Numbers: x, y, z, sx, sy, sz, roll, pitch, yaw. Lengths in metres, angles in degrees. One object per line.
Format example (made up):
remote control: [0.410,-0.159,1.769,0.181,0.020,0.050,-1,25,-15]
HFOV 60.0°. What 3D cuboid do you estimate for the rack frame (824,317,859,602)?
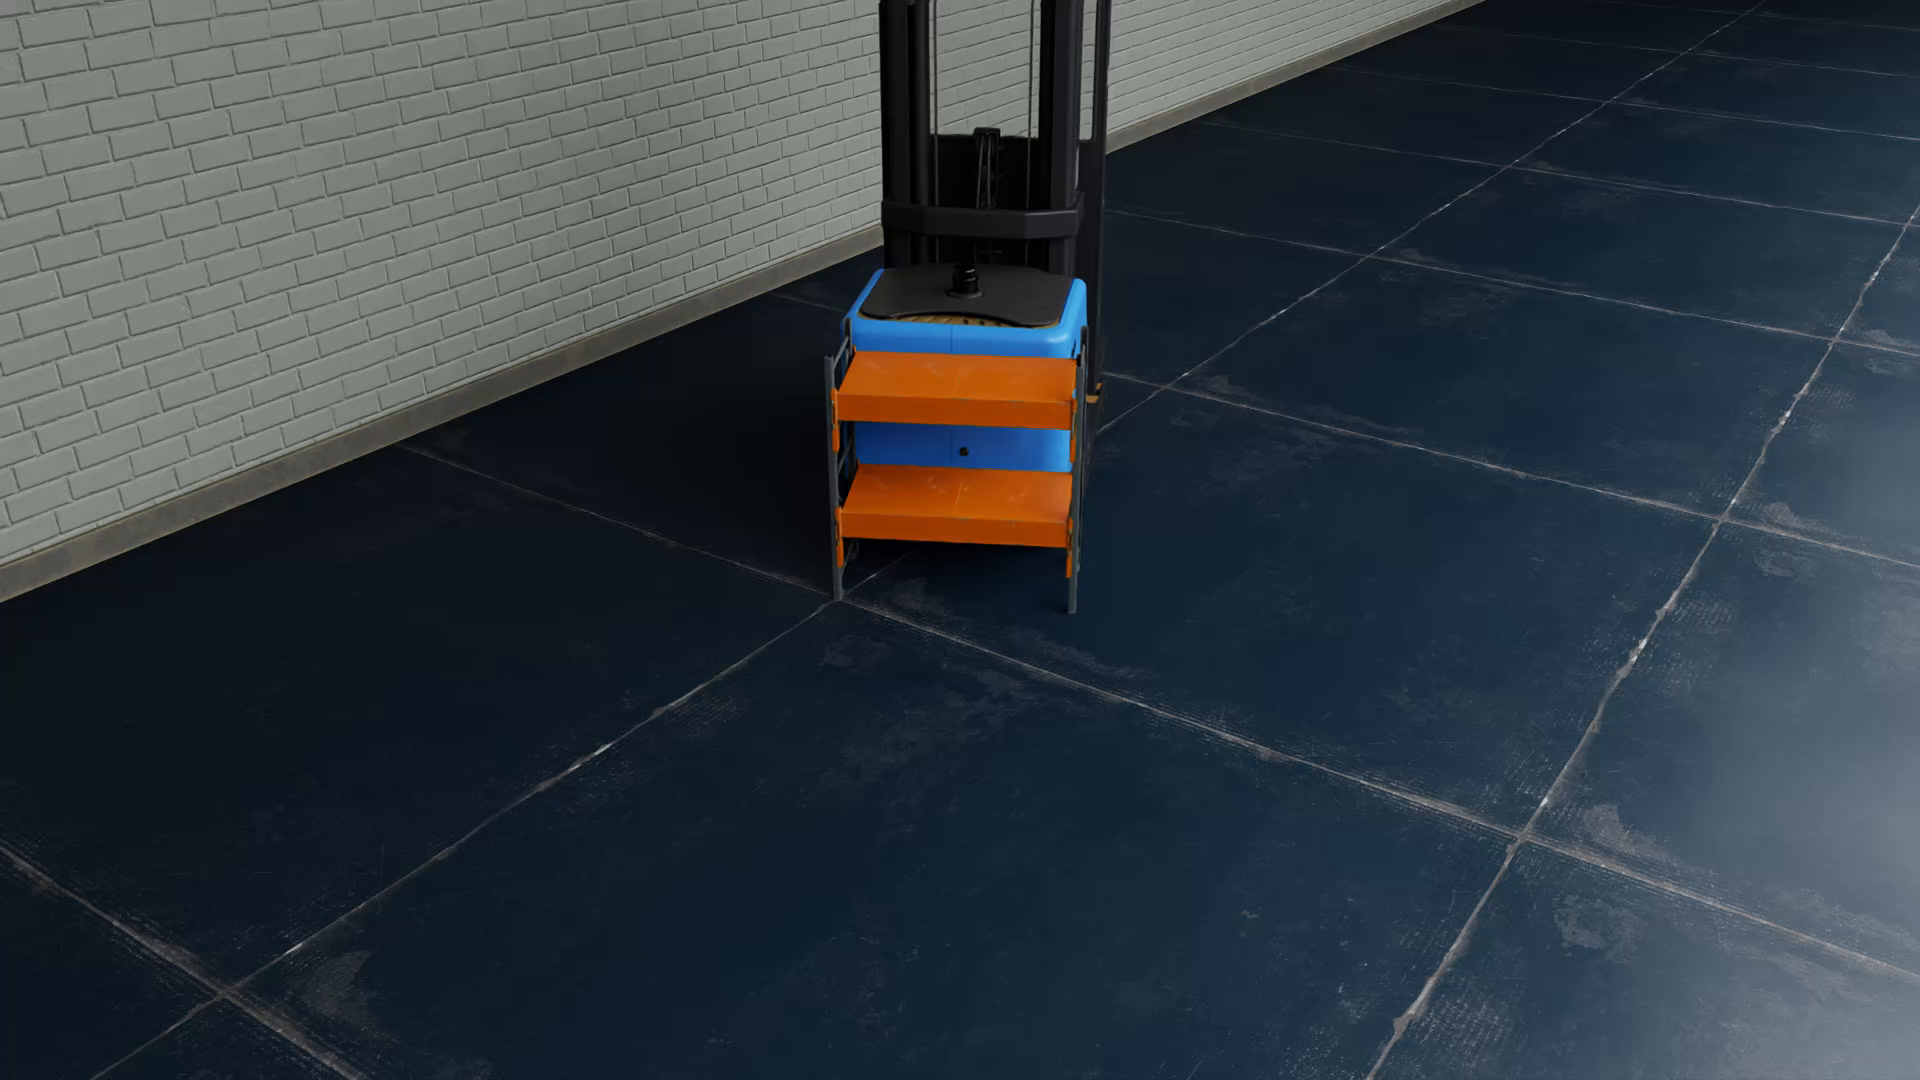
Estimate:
rack frame: [-0.507,-0.344,7.186,0.032,1.125,0.500,3,27,5]

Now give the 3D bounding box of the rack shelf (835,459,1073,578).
rack shelf: [-0.002,-0.102,7.249,1.000,0.278,0.538,3,27,5]

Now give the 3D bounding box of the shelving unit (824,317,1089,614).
shelving unit: [-0.002,-0.320,7.138,1.048,1.125,0.538,3,27,5]

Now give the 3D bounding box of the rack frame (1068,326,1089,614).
rack frame: [0.504,-0.296,7.091,0.032,1.125,0.500,3,27,5]

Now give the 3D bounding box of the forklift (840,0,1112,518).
forklift: [0.202,-1.933,8.317,1.130,2.935,3.031,4,27,8]

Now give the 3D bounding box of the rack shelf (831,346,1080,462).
rack shelf: [-0.002,-0.581,7.005,1.000,0.278,0.538,3,27,5]
